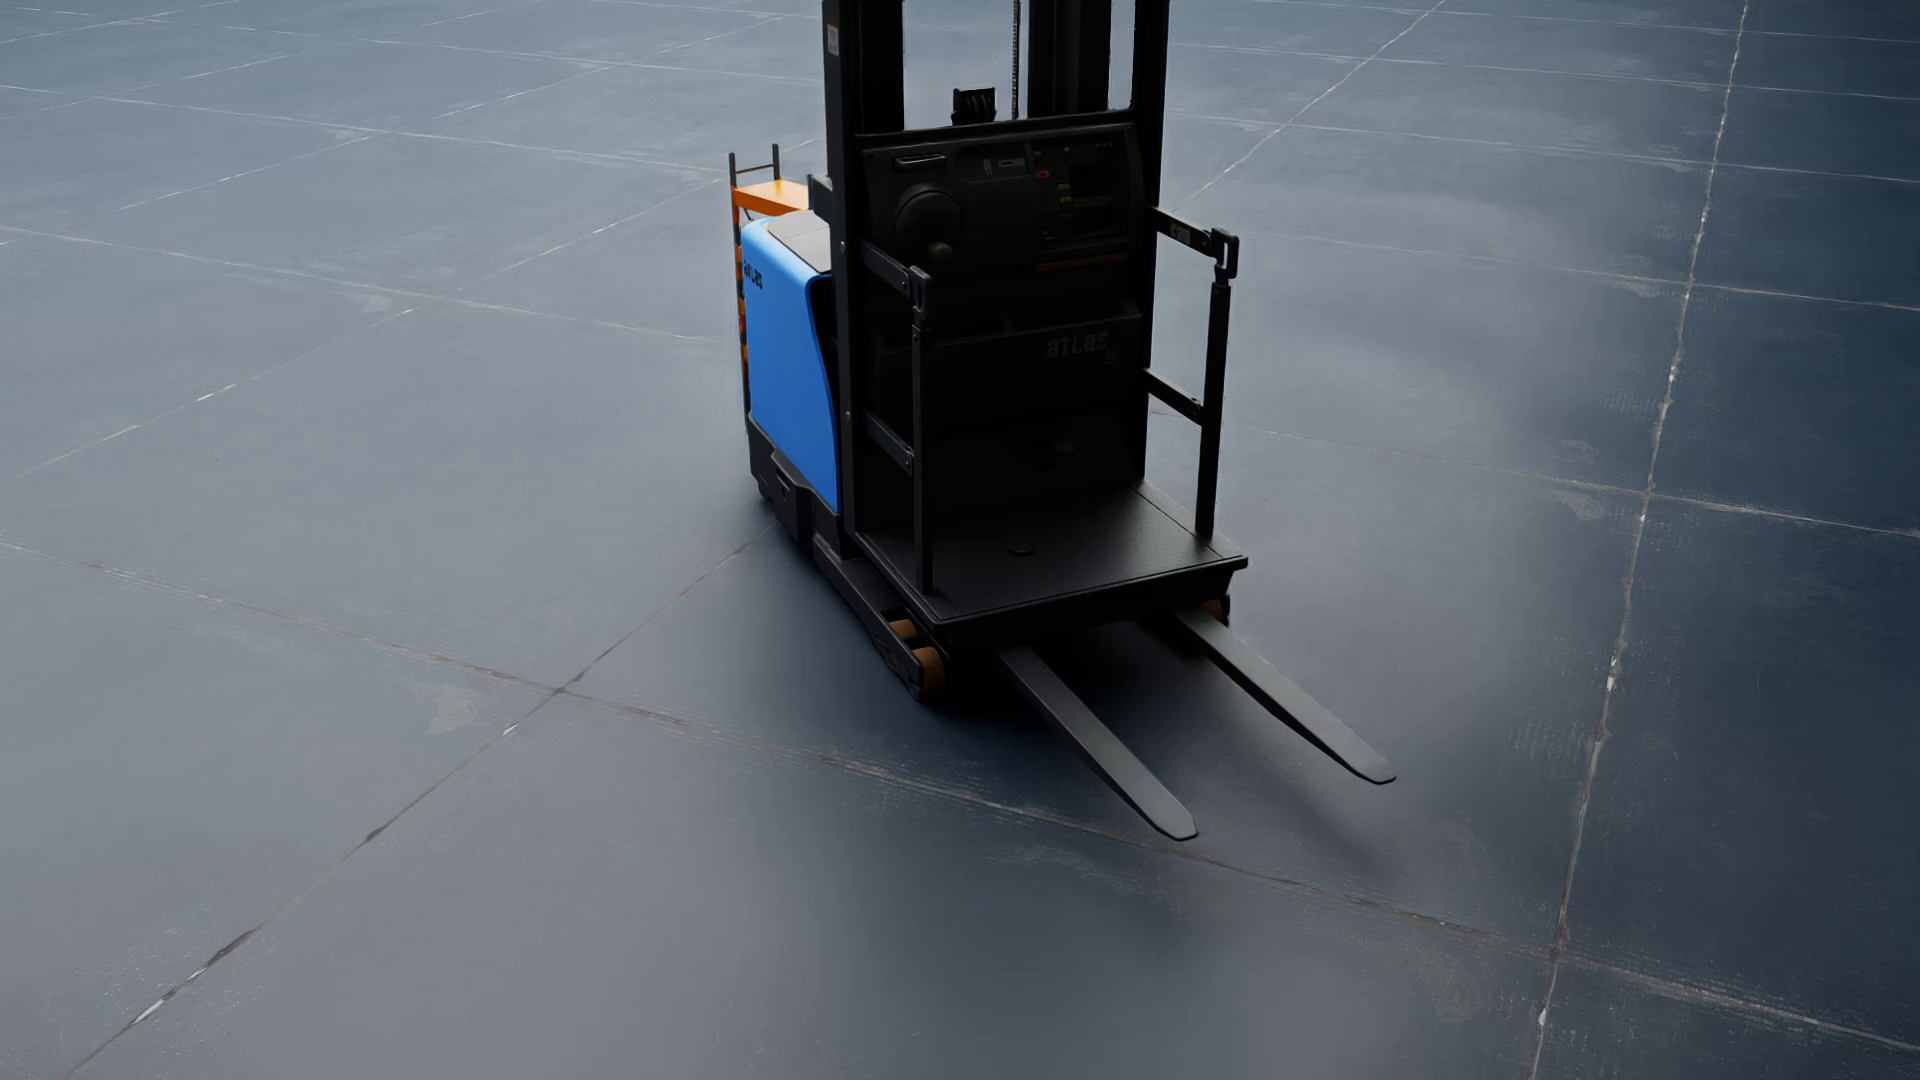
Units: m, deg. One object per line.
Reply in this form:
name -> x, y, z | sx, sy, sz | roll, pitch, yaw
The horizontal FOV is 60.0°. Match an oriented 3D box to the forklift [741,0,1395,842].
forklift -> 0.234, -1.034, 4.969 | 1.130, 2.935, 3.031 | -11, 28, -21

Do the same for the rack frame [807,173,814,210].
rack frame -> -0.487, -0.876, 6.609 | 0.240, 1.200, 0.015 | -23, 34, -39

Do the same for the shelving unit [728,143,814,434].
shelving unit -> -0.657, -0.954, 6.766 | 0.258, 1.200, 0.503 | -23, 34, -39

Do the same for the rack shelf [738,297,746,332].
rack shelf -> -0.657, -0.893, 6.796 | 0.258, 0.148, 0.480 | -23, 34, -39

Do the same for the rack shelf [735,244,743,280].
rack shelf -> -0.657, -1.094, 6.697 | 0.258, 0.148, 0.480 | -23, 34, -39

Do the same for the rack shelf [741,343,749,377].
rack shelf -> -0.657, -0.715, 6.883 | 0.258, 0.148, 0.480 | -23, 34, -39

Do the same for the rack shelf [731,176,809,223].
rack shelf -> -0.657, -1.306, 6.592 | 0.258, 0.148, 0.480 | -23, 34, -39

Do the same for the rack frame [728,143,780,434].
rack frame -> -0.827, -1.031, 6.923 | 0.240, 1.200, 0.015 | -23, 34, -39
